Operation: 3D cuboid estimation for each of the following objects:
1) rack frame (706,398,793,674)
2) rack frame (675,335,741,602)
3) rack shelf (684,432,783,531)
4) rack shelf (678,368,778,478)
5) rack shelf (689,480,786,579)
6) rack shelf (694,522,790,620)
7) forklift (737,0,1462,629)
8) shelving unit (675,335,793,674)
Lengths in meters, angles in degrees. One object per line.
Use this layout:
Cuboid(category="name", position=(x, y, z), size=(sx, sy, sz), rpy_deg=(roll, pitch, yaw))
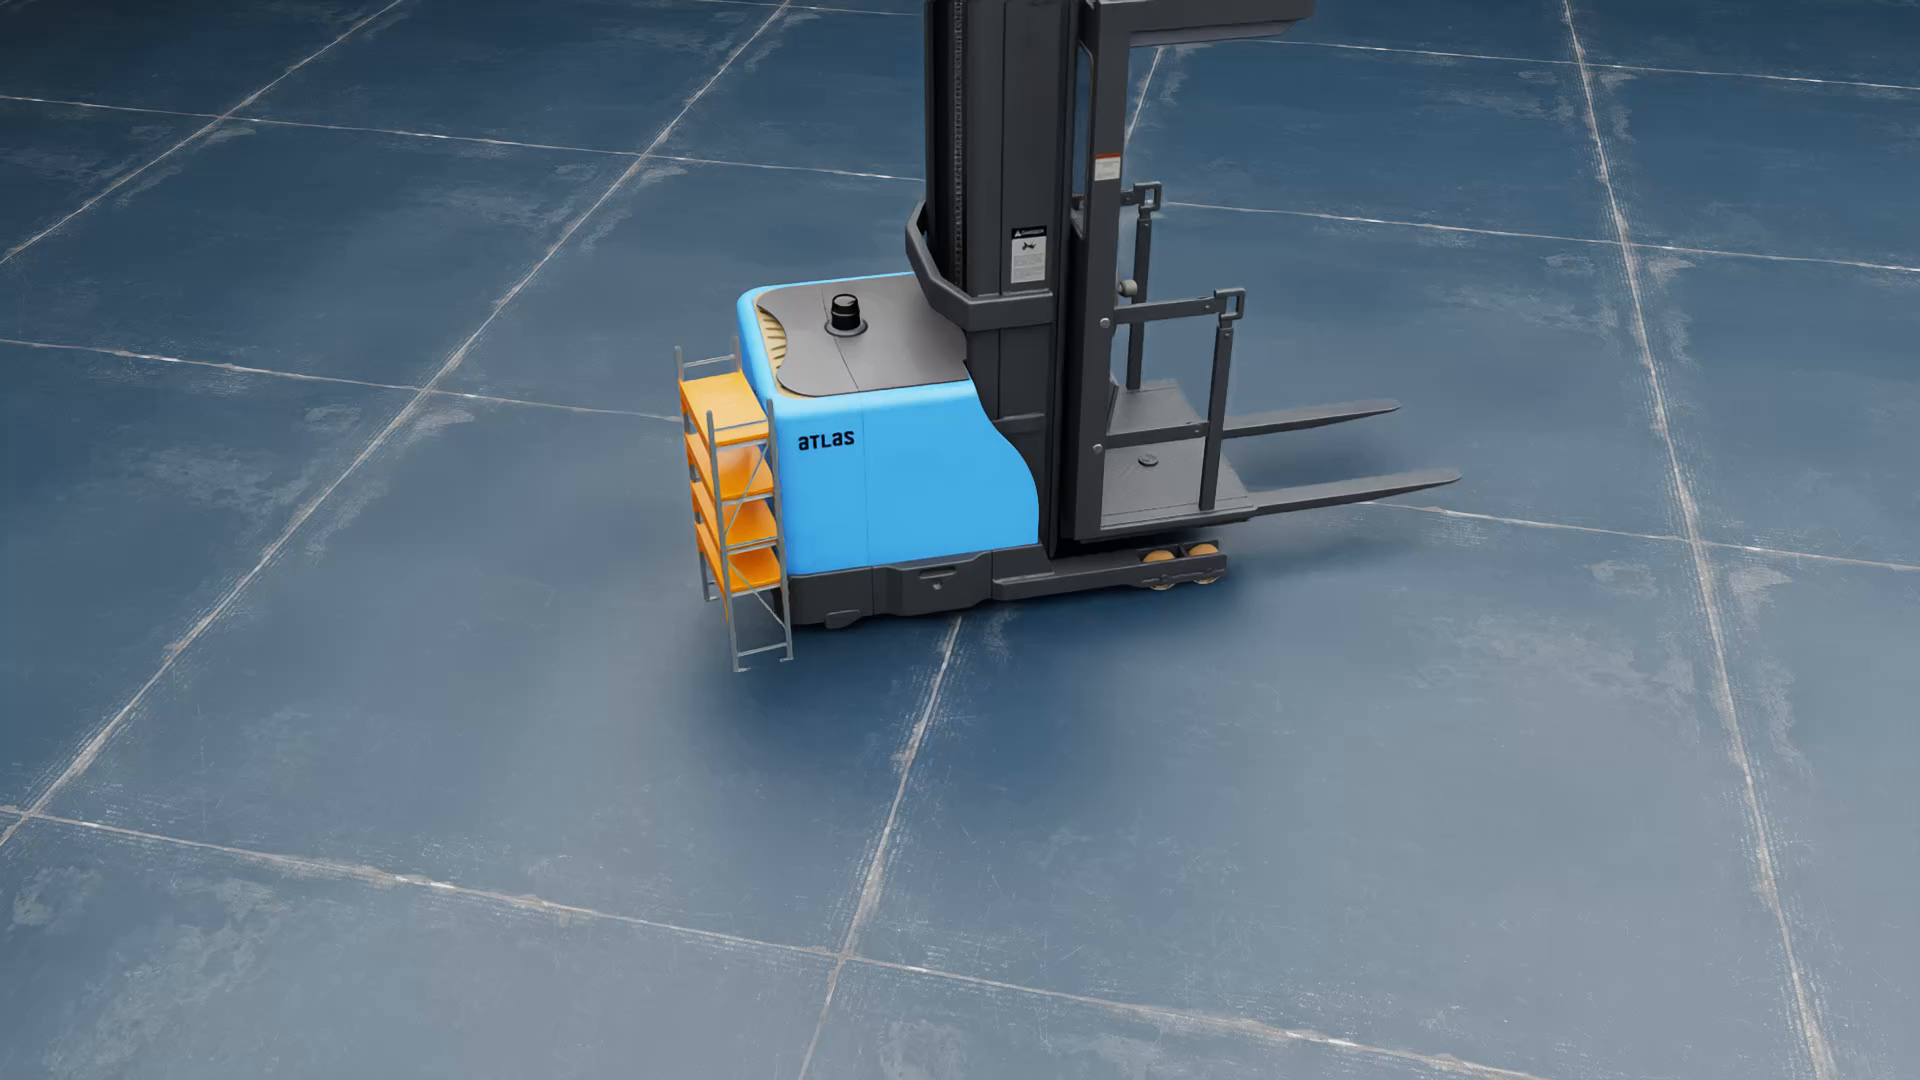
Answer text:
Cuboid(category="rack frame", position=(-0.777, 0.011, 6.212), size=(0.240, 1.200, 0.015), rpy_deg=(-12, 38, -16))
Cuboid(category="rack frame", position=(-0.948, -0.257, 6.582), size=(0.240, 1.200, 0.015), rpy_deg=(-12, 38, -16))
Cuboid(category="rack shelf", position=(-0.863, -0.250, 6.305), size=(0.258, 0.148, 0.480), rpy_deg=(-12, 38, -16))
Cuboid(category="rack shelf", position=(-0.863, -0.441, 6.166), size=(0.258, 0.148, 0.480), rpy_deg=(-12, 38, -16))
Cuboid(category="rack shelf", position=(-0.862, -0.069, 6.437), size=(0.258, 0.148, 0.480), rpy_deg=(-12, 38, -16))
Cuboid(category="rack shelf", position=(-0.862, 0.092, 6.553), size=(0.258, 0.148, 0.480), rpy_deg=(-12, 38, -16))
Cuboid(category="forklift", position=(0.641, -1.272, 6.508), size=(3.031, 2.935, 1.130), rpy_deg=(-8, 37, -10))
Cuboid(category="shelving unit", position=(-0.863, -0.123, 6.397), size=(0.258, 1.200, 0.503), rpy_deg=(-12, 38, -16))
